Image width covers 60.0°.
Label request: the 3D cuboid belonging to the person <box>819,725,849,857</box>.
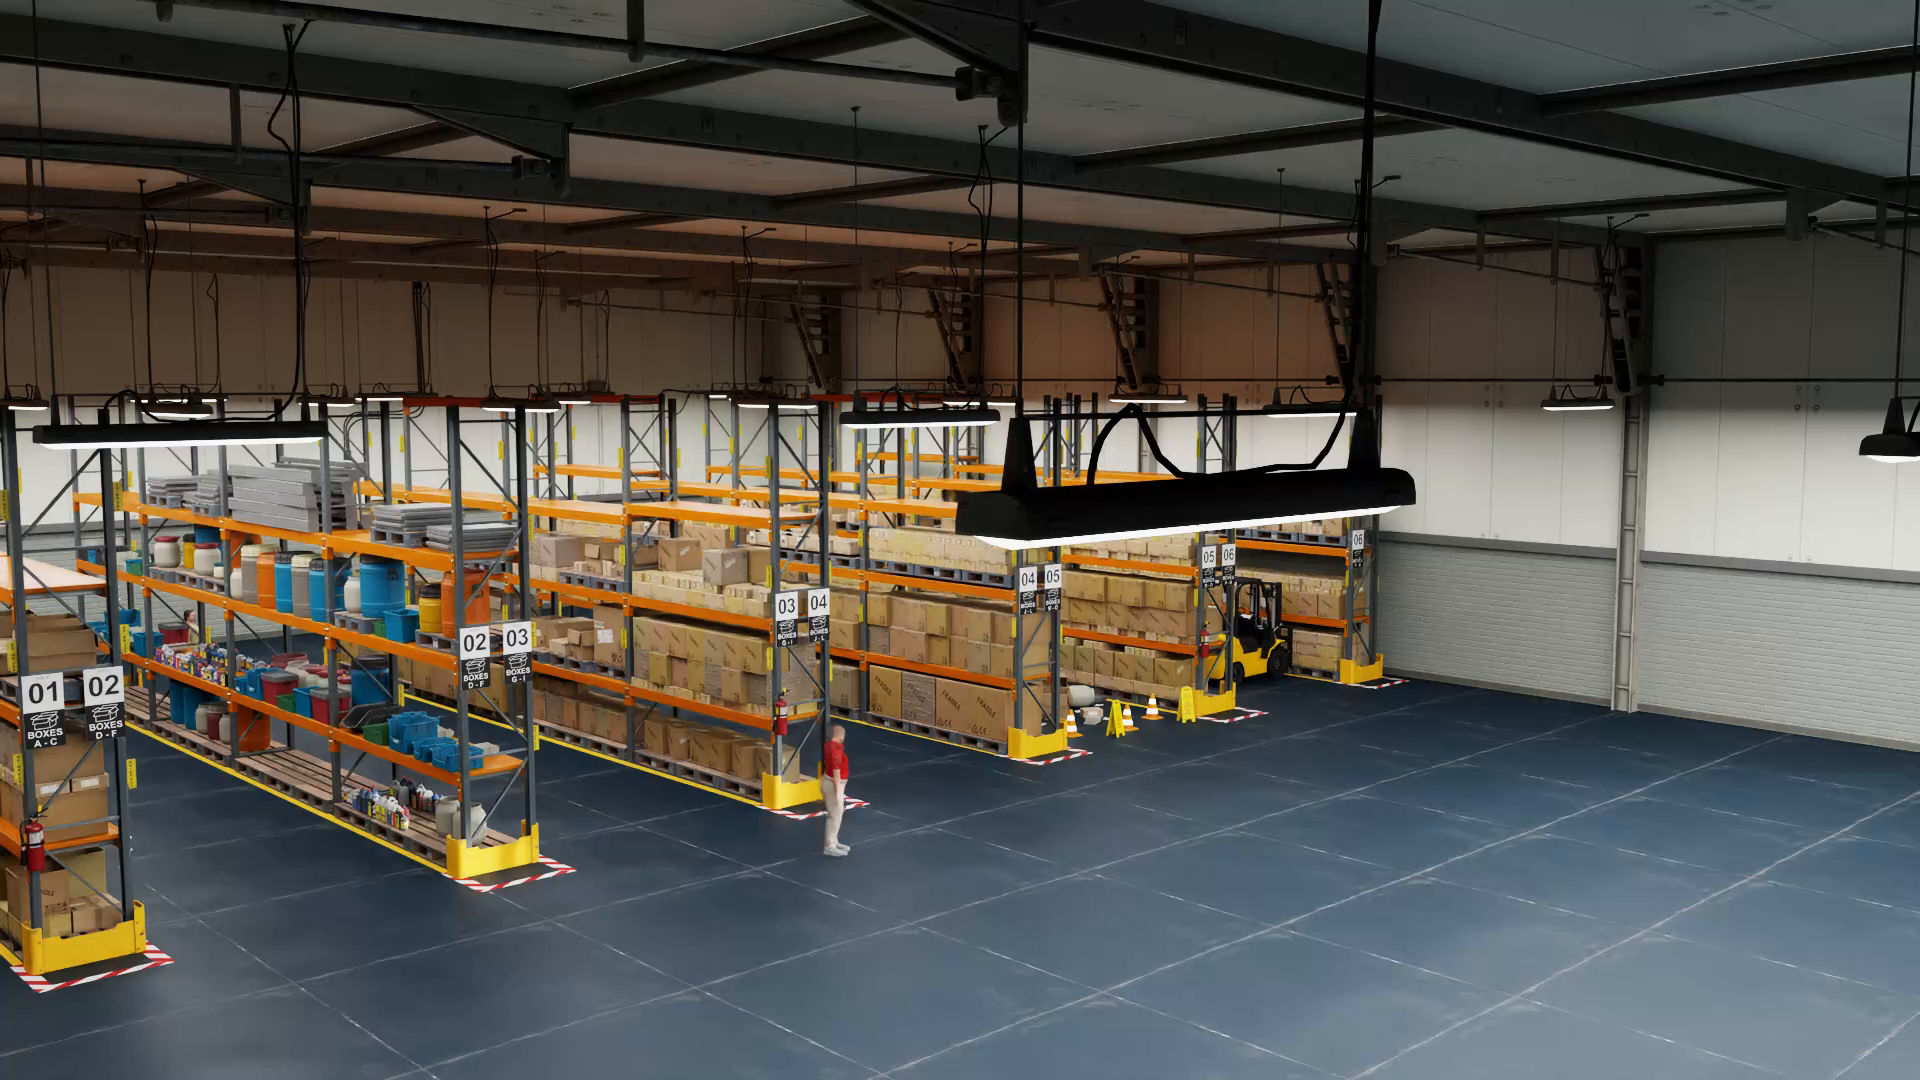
[{"bbox_3d":[-1.666,3.330,22.209,0.382,1.747,0.571,-2,6,-17],"label":"person"}]

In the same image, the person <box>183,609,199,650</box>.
[{"bbox_3d":[-15.599,2.229,33.736,0.461,1.672,0.454,-5,7,-40],"label":"person"}]
